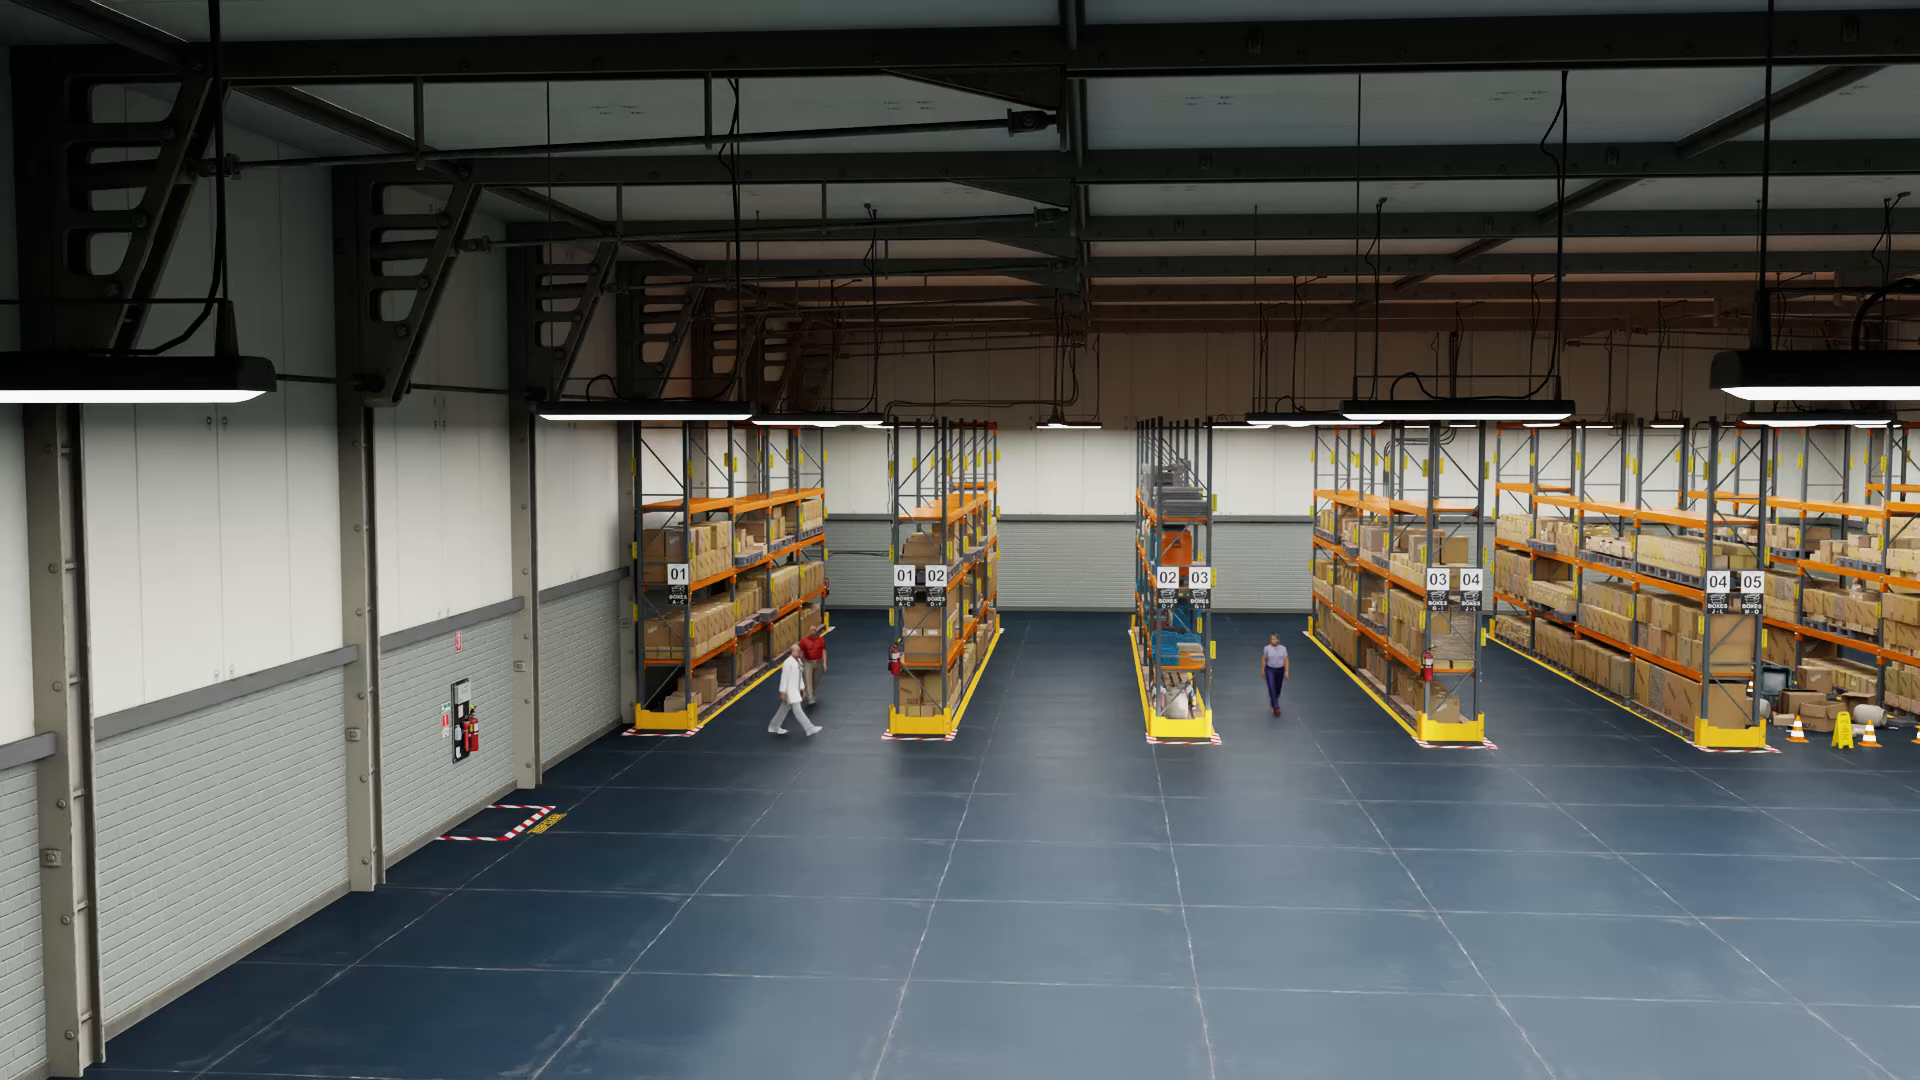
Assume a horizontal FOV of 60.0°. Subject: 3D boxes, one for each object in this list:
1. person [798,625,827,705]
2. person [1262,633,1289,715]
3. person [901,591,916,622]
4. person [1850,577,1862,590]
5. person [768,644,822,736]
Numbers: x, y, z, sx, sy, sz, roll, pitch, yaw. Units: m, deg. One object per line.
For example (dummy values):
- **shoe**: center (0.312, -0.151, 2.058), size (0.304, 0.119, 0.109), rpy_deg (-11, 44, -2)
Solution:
- **person**: center (-3.044, 2.602, 34.622), size (0.571, 1.667, 1.071), rpy_deg (-2, 4, -26)
- **person**: center (6.417, 2.695, 33.739), size (0.508, 1.607, 0.922), rpy_deg (0, 4, -4)
- **person**: center (-1.356, 1.863, 45.525), size (0.585, 1.687, 1.070), rpy_deg (0, 4, 2)
- **person**: center (25.372, 1.811, 47.004), size (0.663, 1.655, 0.457), rpy_deg (0, 4, 4)
- **person**: center (-3.075, 2.807, 31.193), size (1.159, 1.711, 0.592), rpy_deg (1, 4, 12)
